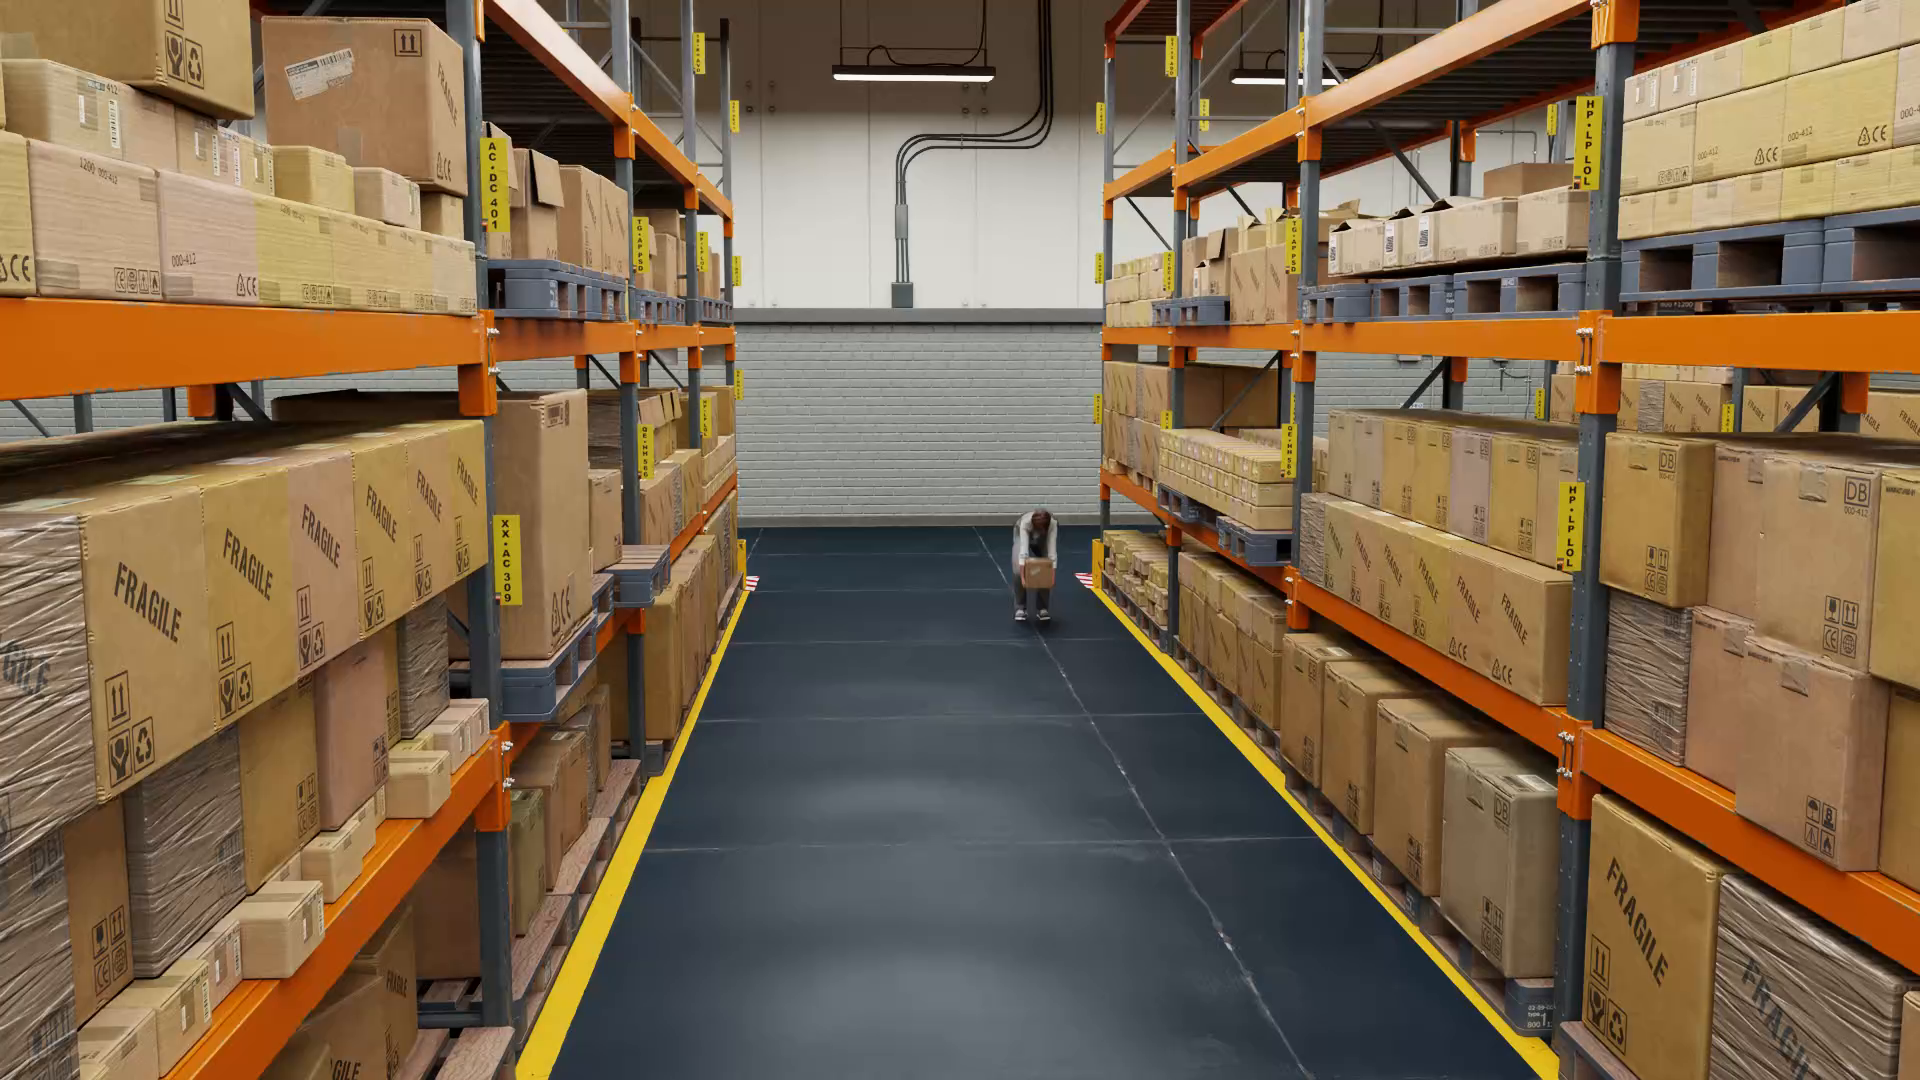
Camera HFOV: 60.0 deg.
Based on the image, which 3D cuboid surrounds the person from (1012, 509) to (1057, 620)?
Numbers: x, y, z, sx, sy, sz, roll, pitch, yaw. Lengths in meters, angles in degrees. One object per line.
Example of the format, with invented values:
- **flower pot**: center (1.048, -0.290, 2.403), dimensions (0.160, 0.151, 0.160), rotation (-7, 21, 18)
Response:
- **person**: center (0.716, 0.233, 15.859), dimensions (0.402, 1.121, 0.842), rotation (-1, 7, -6)
